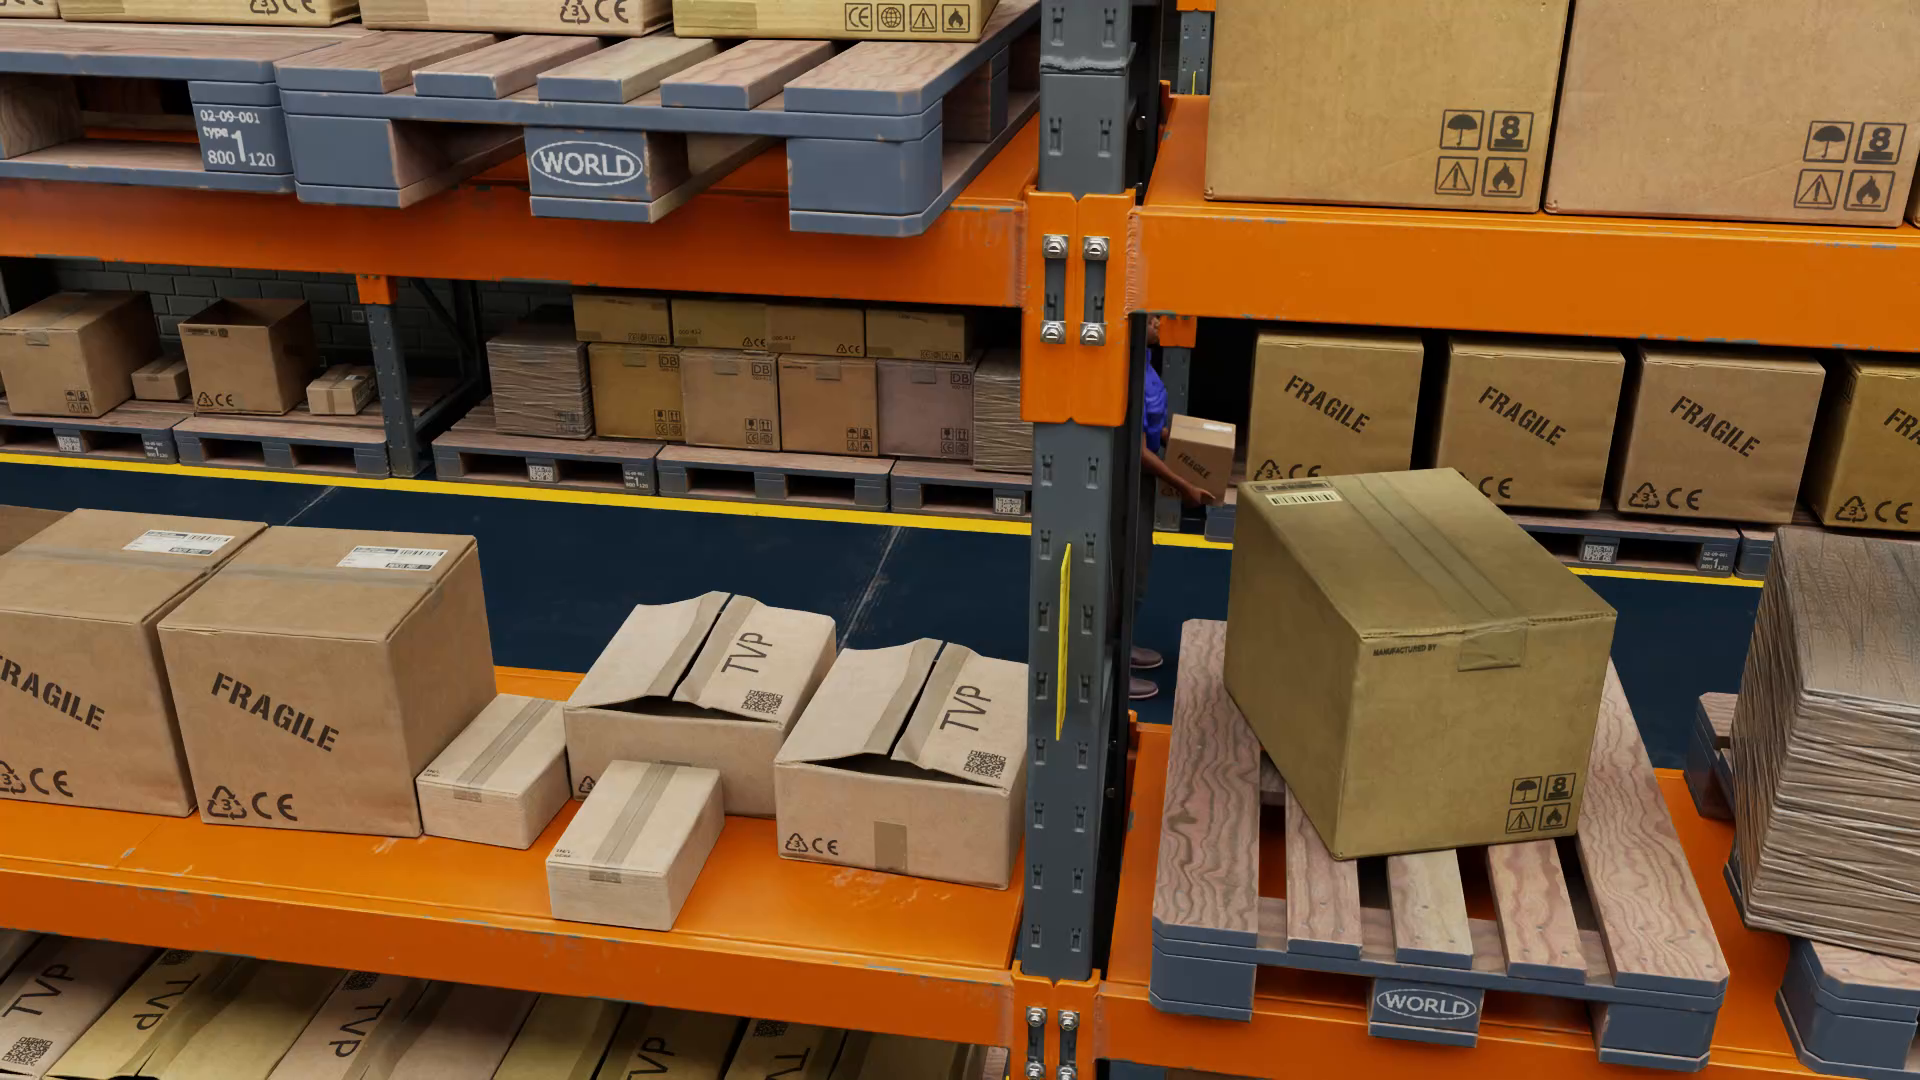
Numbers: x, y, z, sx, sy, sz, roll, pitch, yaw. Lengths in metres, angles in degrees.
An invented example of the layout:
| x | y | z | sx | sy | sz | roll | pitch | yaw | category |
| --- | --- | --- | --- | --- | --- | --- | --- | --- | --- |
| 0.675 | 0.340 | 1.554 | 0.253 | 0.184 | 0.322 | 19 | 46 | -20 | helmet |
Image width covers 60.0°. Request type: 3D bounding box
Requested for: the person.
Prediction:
| x | y | z | sx | sy | sz | roll | pitch | yaw | category |
| --- | --- | --- | --- | --- | --- | --- | --- | --- | --- |
| 0.744 | -0.175 | 6.498 | 0.502 | 1.656 | 0.445 | 4 | 25 | 9 | person |
